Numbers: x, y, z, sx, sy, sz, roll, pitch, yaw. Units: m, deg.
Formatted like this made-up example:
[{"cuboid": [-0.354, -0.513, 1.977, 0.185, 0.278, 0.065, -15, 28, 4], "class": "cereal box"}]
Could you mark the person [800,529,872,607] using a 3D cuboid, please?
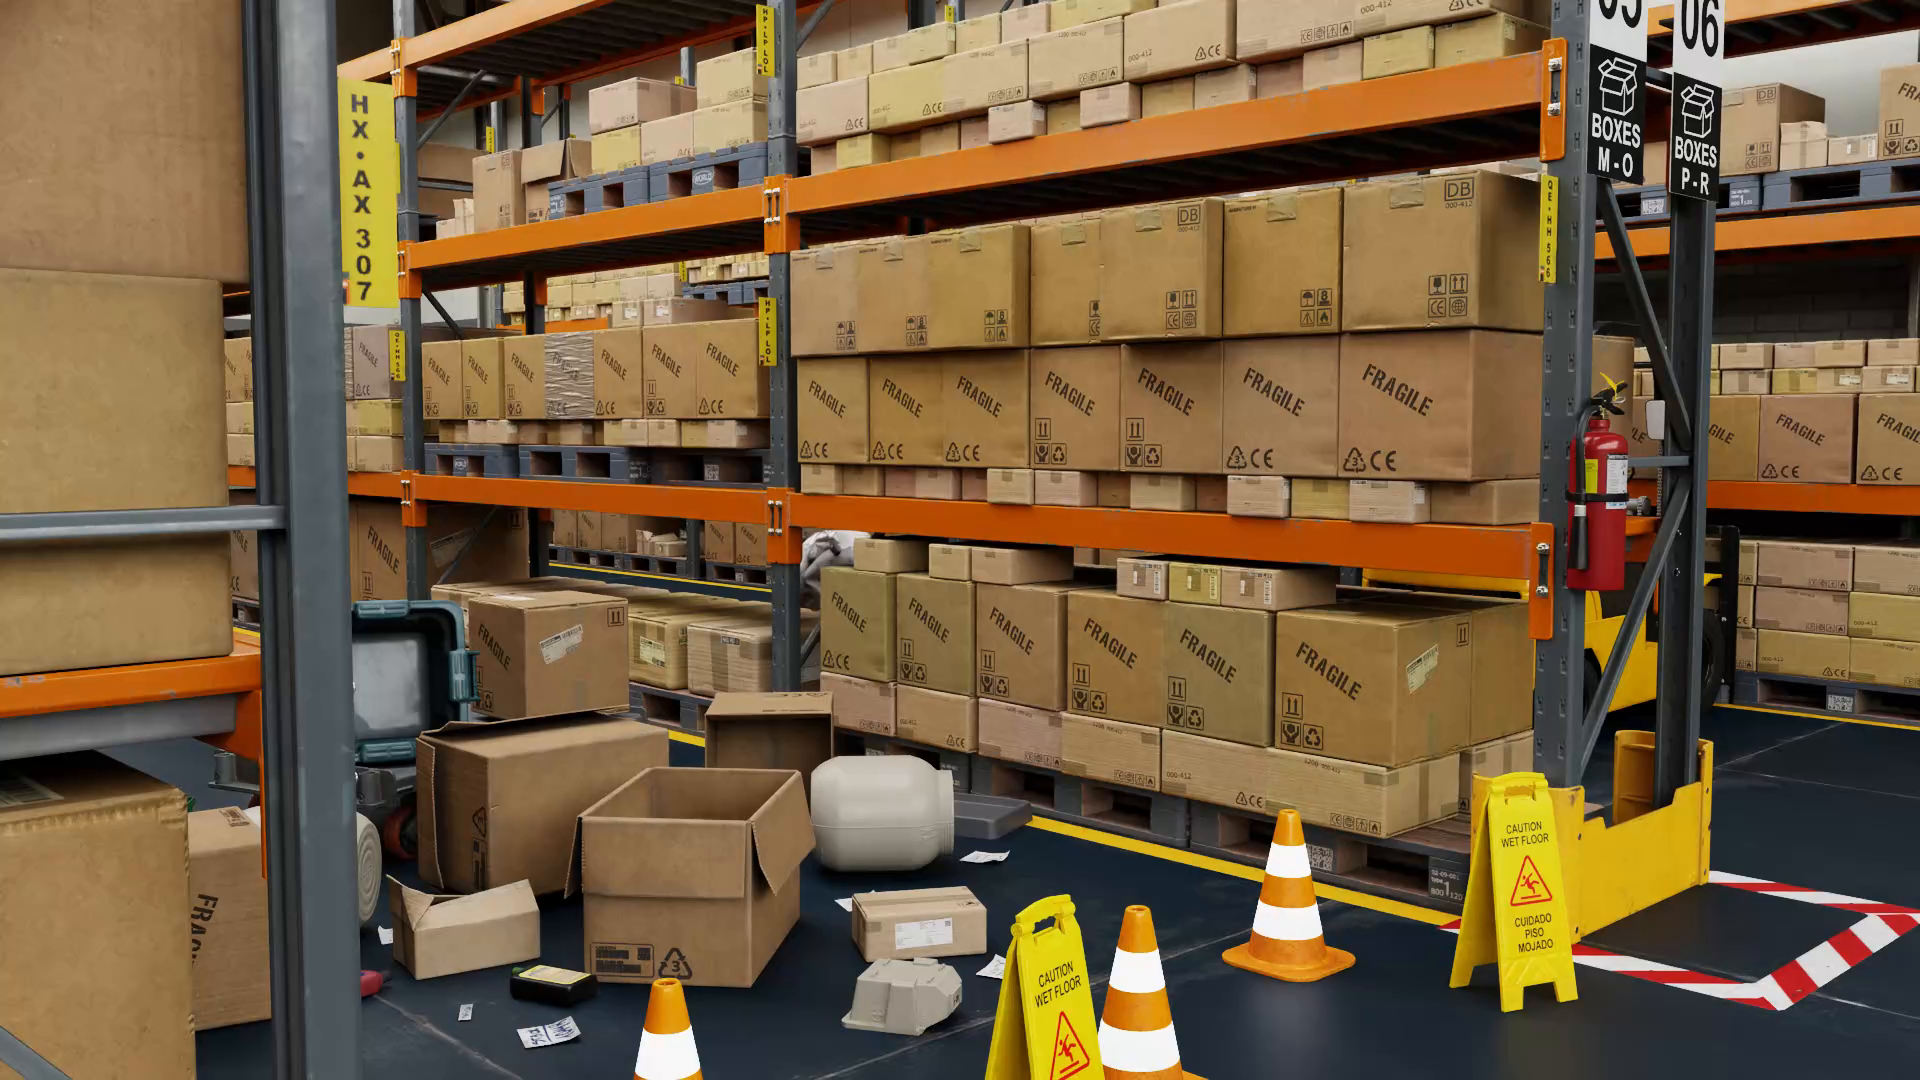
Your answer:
[{"cuboid": [-1.082, 0.300, 13.528, 0.898, 0.822, 0.469, 4, 6, 44], "class": "person"}]
